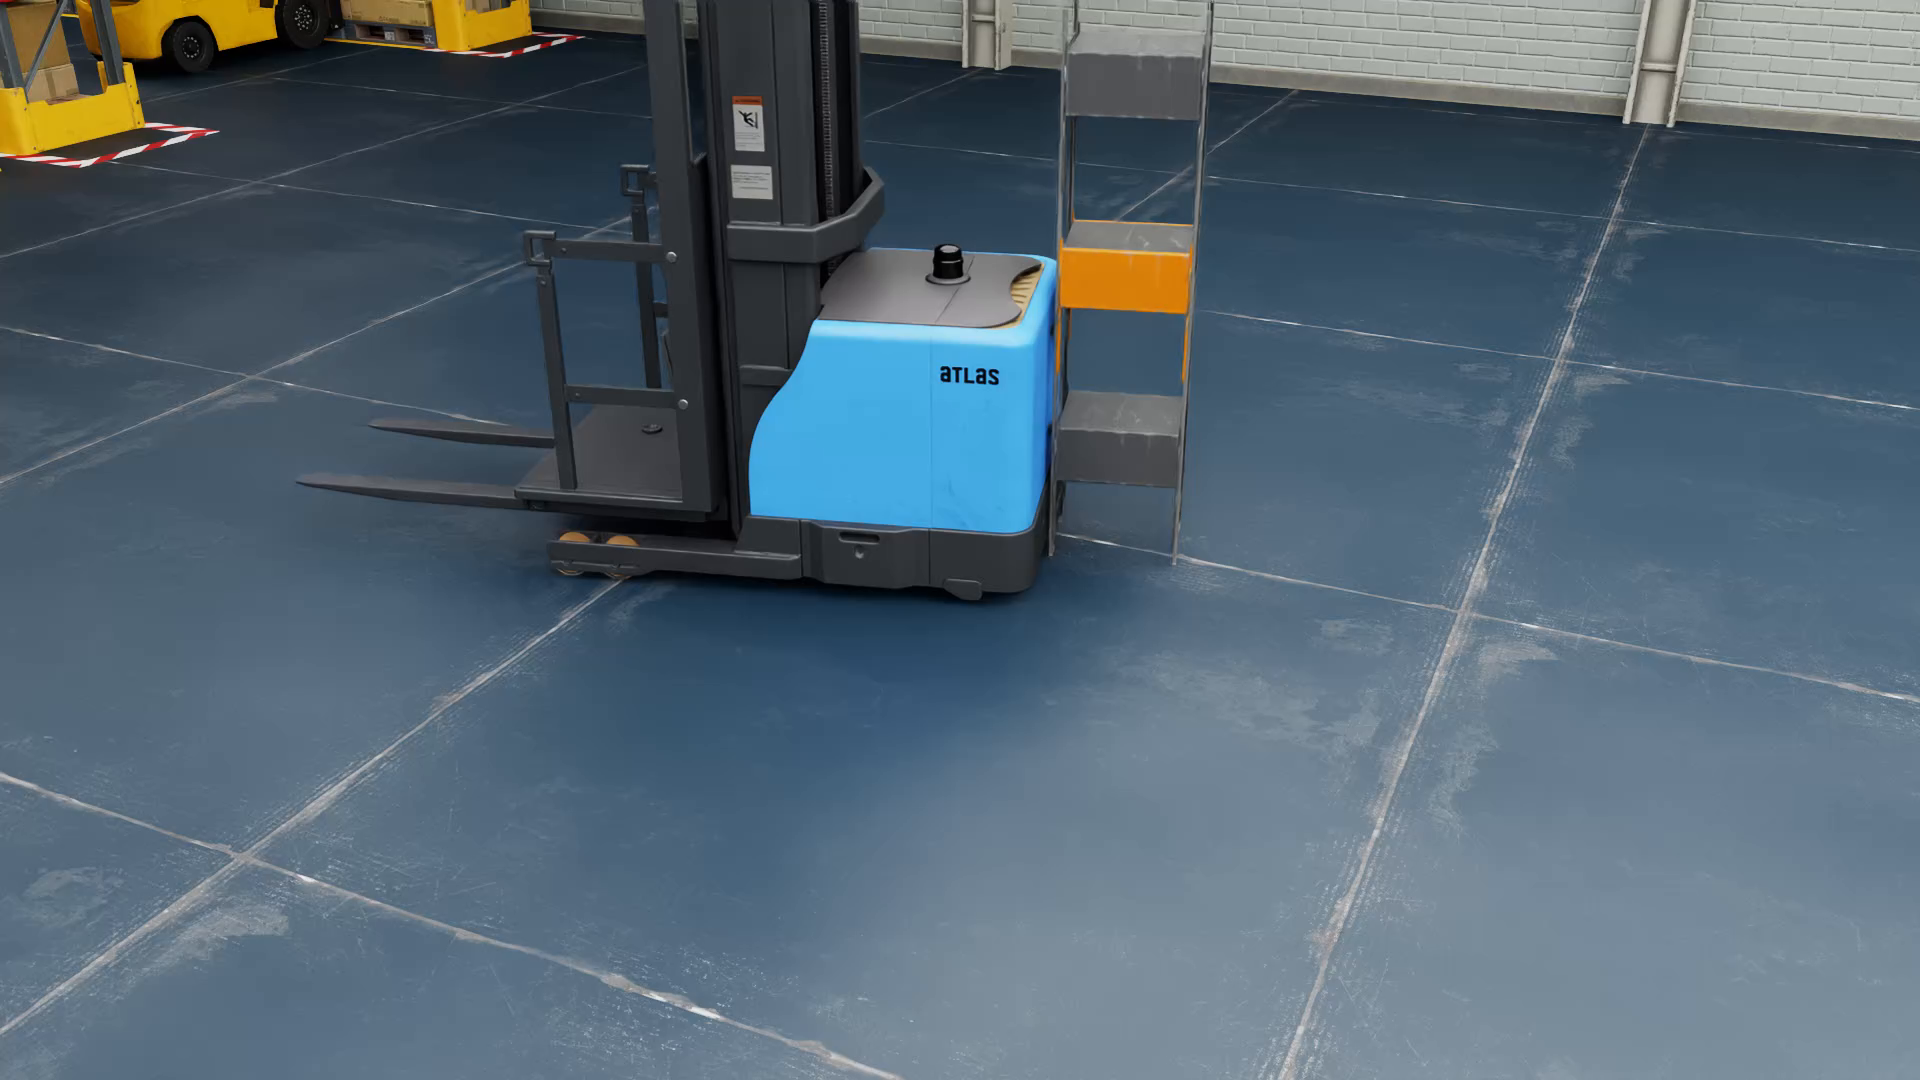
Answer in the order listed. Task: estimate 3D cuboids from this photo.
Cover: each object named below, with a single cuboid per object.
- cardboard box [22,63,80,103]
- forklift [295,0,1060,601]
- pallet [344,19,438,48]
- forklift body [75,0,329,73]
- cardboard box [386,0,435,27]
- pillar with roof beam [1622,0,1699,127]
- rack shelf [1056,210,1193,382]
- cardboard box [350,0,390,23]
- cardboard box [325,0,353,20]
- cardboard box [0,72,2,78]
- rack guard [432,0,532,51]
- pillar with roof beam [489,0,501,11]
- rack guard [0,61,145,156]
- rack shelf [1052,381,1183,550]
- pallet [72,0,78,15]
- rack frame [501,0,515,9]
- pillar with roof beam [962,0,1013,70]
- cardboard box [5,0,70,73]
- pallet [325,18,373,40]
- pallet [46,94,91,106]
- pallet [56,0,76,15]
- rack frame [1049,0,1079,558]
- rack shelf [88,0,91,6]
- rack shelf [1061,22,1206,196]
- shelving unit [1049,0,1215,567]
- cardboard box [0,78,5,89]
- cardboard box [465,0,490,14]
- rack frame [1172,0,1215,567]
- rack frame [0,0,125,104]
[{"bbox_3d":[-7.610,-3.743,13.595,0.500,0.250,0.500,11,28,21],"label":"cardboard box"},{"bbox_3d":[-1.145,-1.385,6.246,3.031,2.935,1.130,4,27,9],"label":"forklift"},{"bbox_3d":[-5.653,-5.398,17.476,1.213,0.211,1.003,11,28,22],"label":"pallet"},{"bbox_3d":[-7.421,-5.759,16.012,1.214,2.155,2.313,11,28,22],"label":"forklift body"},{"bbox_3d":[-5.498,-5.440,17.041,0.500,0.250,0.500,12,28,22],"label":"cardboard box"},{"bbox_3d":[3.942,-5.782,8.307,0.400,9.000,9.100,11,28,22],"label":"pillar with roof beam"},{"bbox_3d":[0.633,-0.929,6.291,0.480,0.518,0.431,4,27,9],"label":"rack shelf"},{"bbox_3d":[-5.947,-5.535,17.233,0.500,0.250,0.500,11,28,22],"label":"cardboard box"},{"bbox_3d":[-6.398,-5.630,17.427,0.500,0.250,0.500,12,29,22],"label":"cardboard box"},{"bbox_3d":[-7.828,-3.863,12.988,0.500,0.500,0.500,12,28,22],"label":"cardboard box"},{"bbox_3d":[-4.917,-5.401,17.153,0.348,0.500,1.175,11,28,22],"label":"rack guard"},{"bbox_3d":[-6.982,-7.977,12.764,0.400,9.000,9.100,11,28,22],"label":"pillar with roof beam"},{"bbox_3d":[-7.060,-3.422,13.135,0.348,0.500,1.175,11,28,22],"label":"rack guard"},{"bbox_3d":[0.633,-0.301,6.600,0.480,0.518,0.431,4,27,9],"label":"rack shelf"},{"bbox_3d":[-9.267,-6.126,18.953,1.213,0.211,1.003,11,28,22],"label":"pallet"},{"bbox_3d":[-4.939,-6.526,16.610,0.127,3.000,1.000,11,28,22],"label":"rack frame"},{"bbox_3d":[-1.520,-6.880,10.535,0.400,9.000,9.100,11,28,22],"label":"pillar with roof beam"},{"bbox_3d":[-7.632,-4.084,13.437,0.500,0.500,0.500,10,28,20],"label":"cardboard box"},{"bbox_3d":[-6.759,-5.622,17.930,1.213,0.211,1.003,11,28,22],"label":"pallet"},{"bbox_3d":[-7.785,-3.455,13.529,1.213,0.211,1.003,11,28,22],"label":"pallet"},{"bbox_3d":[-10.382,-6.348,19.405,1.213,0.211,1.003,11,28,22],"label":"pallet"},{"bbox_3d":[0.393,-0.959,6.321,0.015,2.100,0.400,4,27,9],"label":"rack frame"},{"bbox_3d":[-8.811,-4.573,13.456,4.000,0.370,1.077,11,28,22],"label":"rack shelf"},{"bbox_3d":[0.633,-1.557,5.981,0.480,0.518,0.431,4,27,9],"label":"rack shelf"},{"bbox_3d":[0.633,-0.941,6.285,0.503,2.100,0.431,4,27,9],"label":"shelving unit"},{"bbox_3d":[-7.860,-3.529,13.159,0.500,0.250,0.500,11,28,22],"label":"cardboard box"},{"bbox_3d":[-5.305,-5.650,17.467,0.500,0.250,0.500,11,28,22],"label":"cardboard box"},{"bbox_3d":[0.874,-0.923,6.248,0.015,2.100,0.400,4,27,9],"label":"rack frame"},{"bbox_3d":[-6.991,-4.530,12.555,0.127,3.000,1.000,11,28,22],"label":"rack frame"}]
